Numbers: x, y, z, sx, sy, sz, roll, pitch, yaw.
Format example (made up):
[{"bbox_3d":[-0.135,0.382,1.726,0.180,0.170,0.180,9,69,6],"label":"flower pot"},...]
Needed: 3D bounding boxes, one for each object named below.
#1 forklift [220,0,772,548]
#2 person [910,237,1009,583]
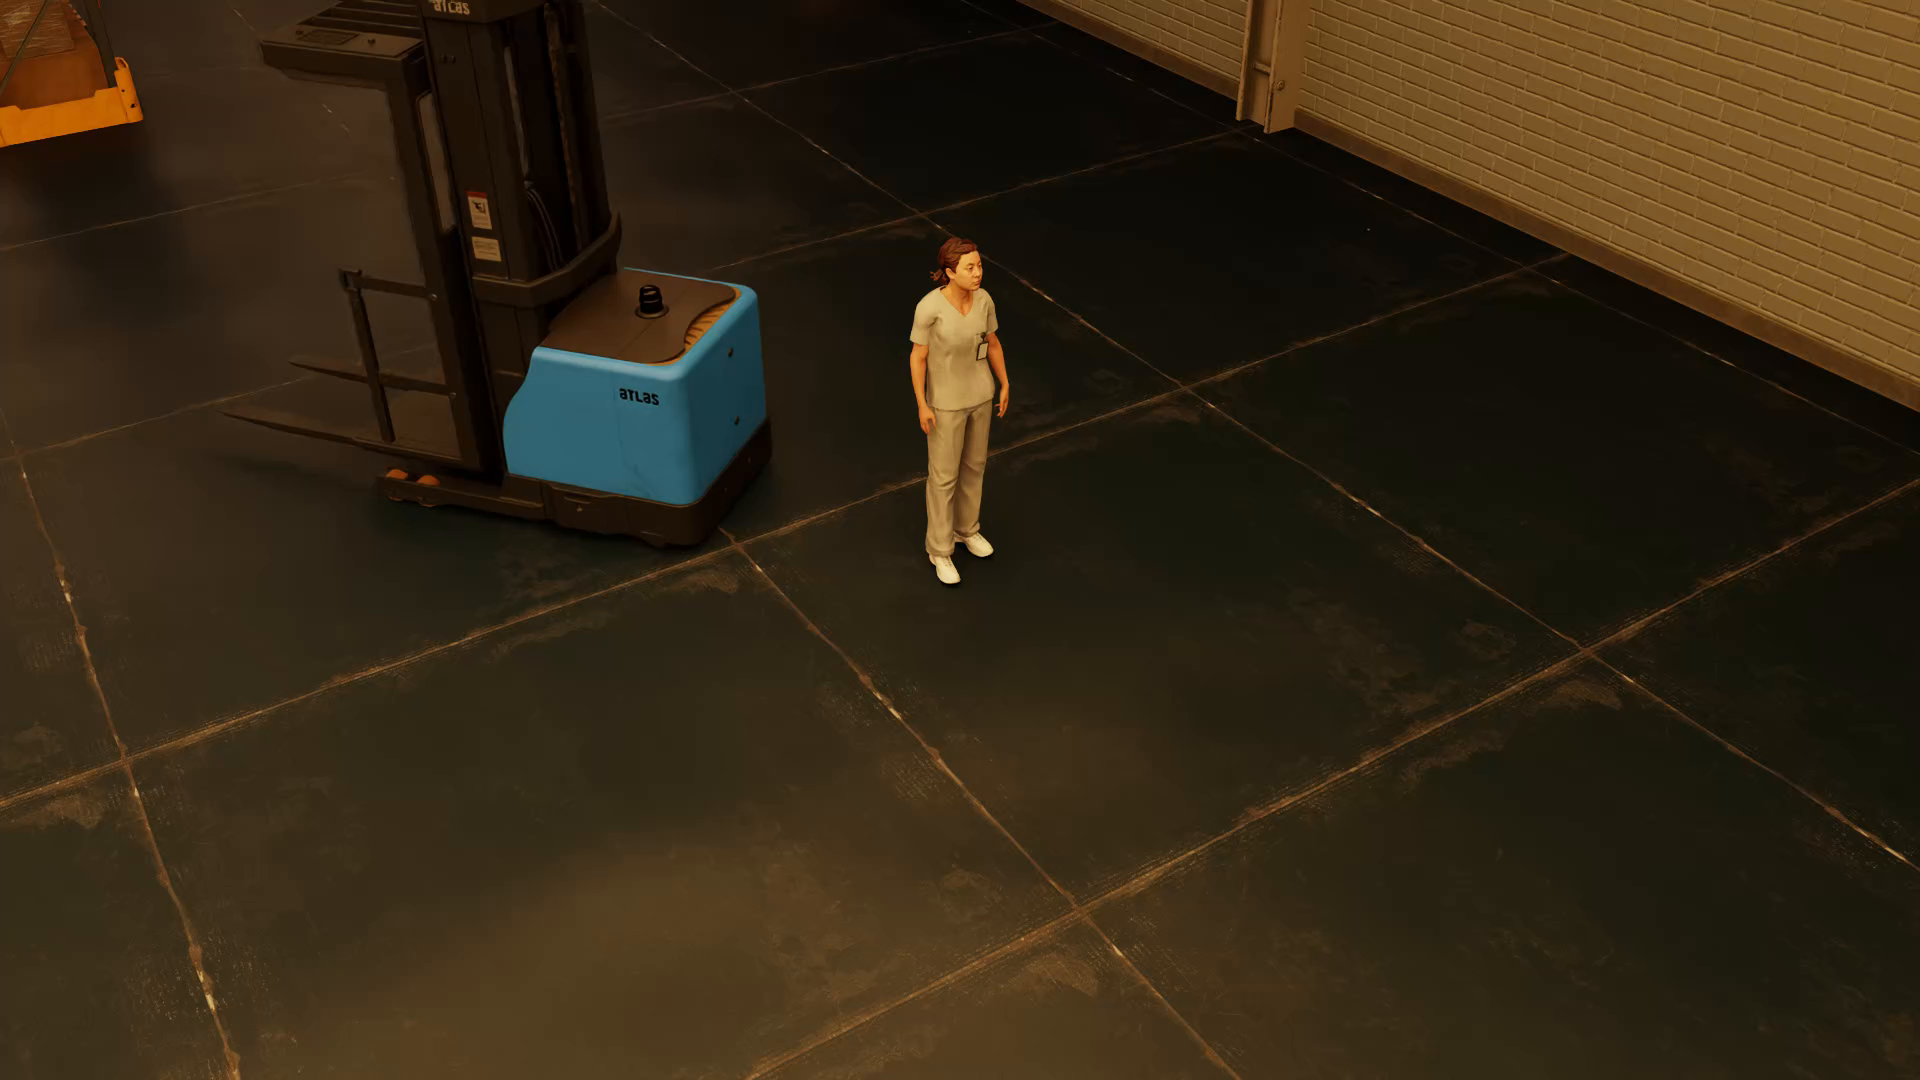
[{"bbox_3d":[-2.621,-1.654,8.502,3.031,2.935,1.130,11,36,15],"label":"forklift"},{"bbox_3d":[0.029,-0.652,8.154,0.549,1.674,0.548,-21,40,-27],"label":"person"}]
